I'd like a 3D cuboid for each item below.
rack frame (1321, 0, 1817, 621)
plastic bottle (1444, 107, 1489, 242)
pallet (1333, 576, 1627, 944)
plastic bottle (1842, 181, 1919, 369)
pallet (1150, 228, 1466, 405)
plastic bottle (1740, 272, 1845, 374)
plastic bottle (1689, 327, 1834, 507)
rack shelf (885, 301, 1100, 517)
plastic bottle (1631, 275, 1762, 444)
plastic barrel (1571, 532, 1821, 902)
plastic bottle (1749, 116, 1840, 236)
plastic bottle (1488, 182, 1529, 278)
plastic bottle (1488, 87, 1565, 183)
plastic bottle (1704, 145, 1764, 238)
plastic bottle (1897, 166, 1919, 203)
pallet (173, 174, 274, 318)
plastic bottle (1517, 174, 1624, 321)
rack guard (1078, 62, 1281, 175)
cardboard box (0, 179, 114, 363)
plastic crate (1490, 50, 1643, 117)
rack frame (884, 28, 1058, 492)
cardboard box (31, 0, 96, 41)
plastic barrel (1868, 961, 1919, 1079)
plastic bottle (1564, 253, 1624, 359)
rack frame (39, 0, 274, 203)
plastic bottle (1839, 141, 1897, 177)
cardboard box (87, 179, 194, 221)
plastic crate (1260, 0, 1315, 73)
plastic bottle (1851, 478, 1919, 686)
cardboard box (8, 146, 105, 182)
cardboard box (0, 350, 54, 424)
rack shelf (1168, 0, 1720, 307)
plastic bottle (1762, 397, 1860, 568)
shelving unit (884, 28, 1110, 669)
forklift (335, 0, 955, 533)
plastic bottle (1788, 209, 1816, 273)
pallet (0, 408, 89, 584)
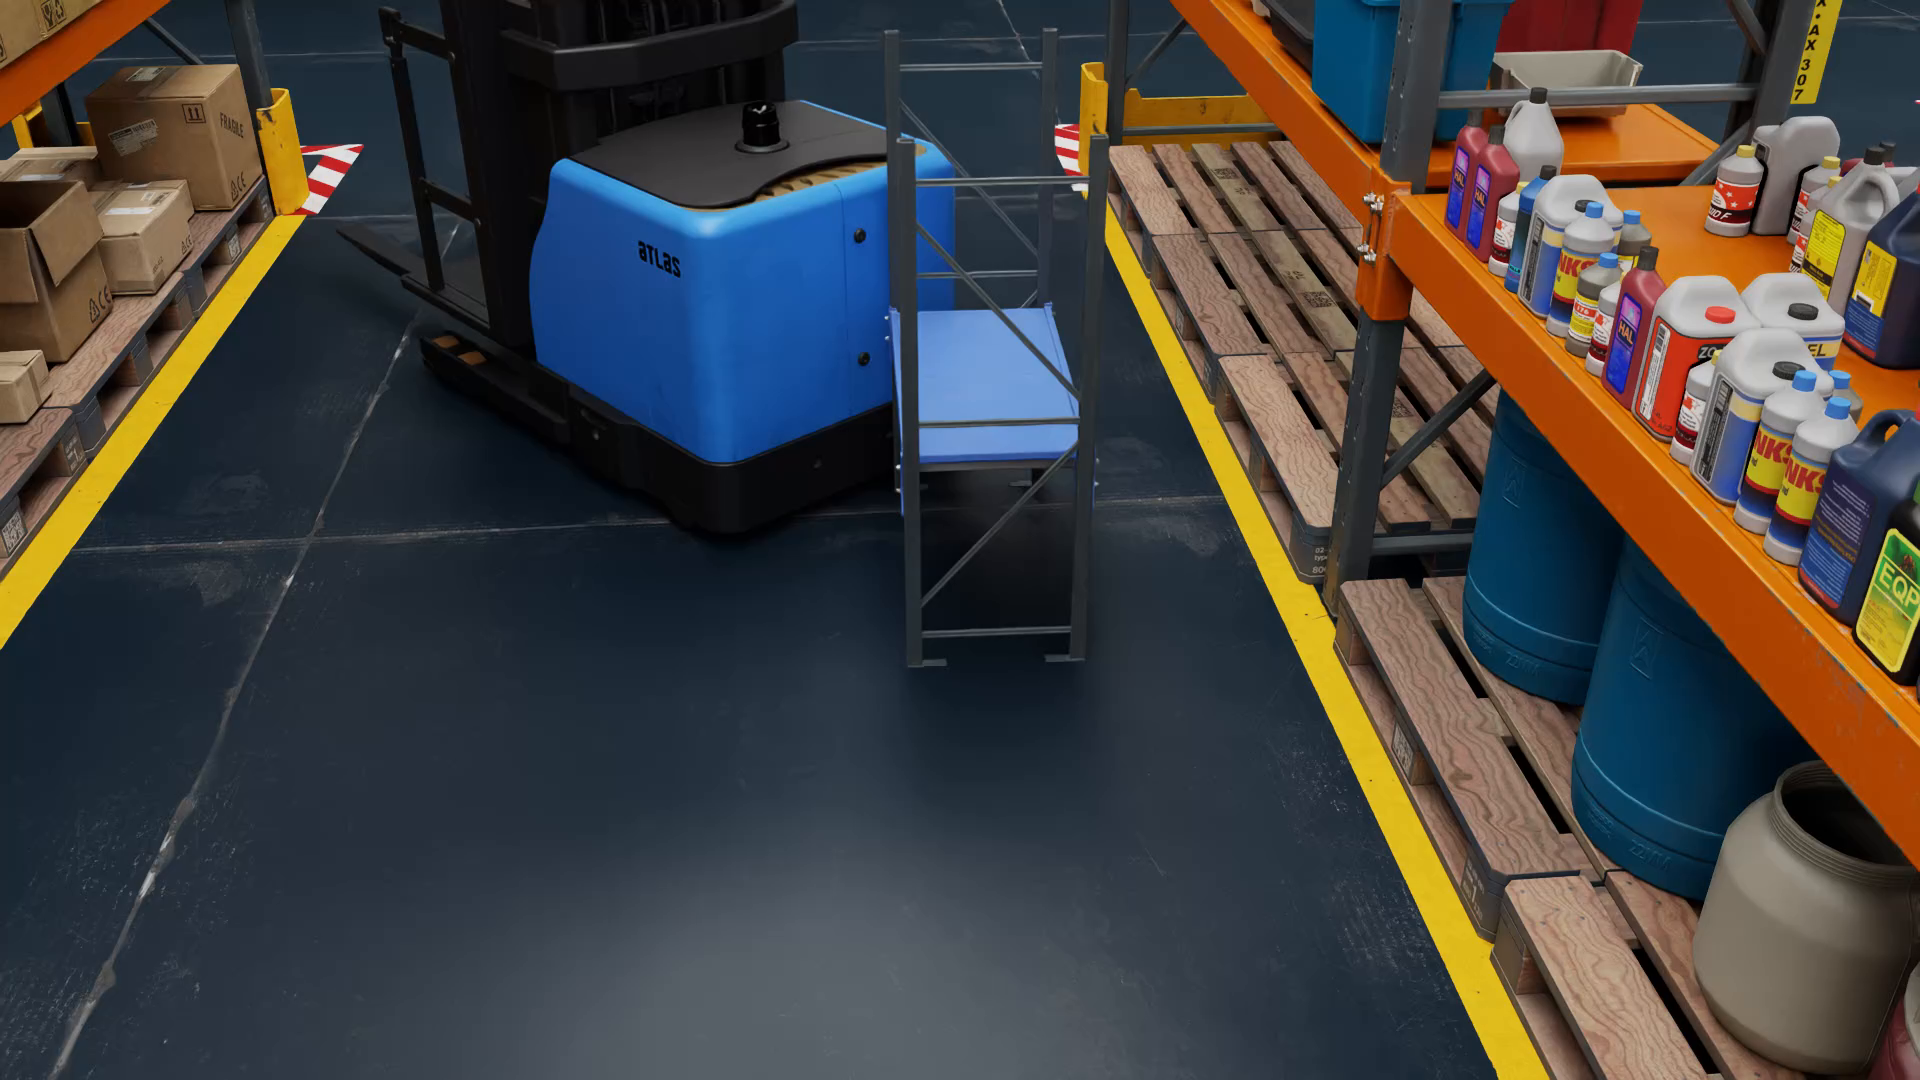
[{"bbox_3d":[1.580,-1.107,4.178,1.000,3.000,0.127,-3,31,-5],"label":"rack frame"},{"bbox_3d":[1.190,-0.849,3.860,0.061,0.283,0.133,-3,31,-5],"label":"plastic bottle"},{"bbox_3d":[1.611,0.486,4.230,1.003,0.211,1.213,-3,31,-5],"label":"pallet"},{"bbox_3d":[1.866,-0.531,3.261,0.144,0.351,0.185,-3,31,-5],"label":"plastic bottle"},{"bbox_3d":[1.356,-0.907,6.563,1.003,0.211,1.213,-3,31,-5],"label":"pallet"},{"bbox_3d":[1.482,-0.333,3.004,0.152,0.276,0.135,-3,31,-5],"label":"plastic bottle"},{"bbox_3d":[1.352,-0.208,2.794,0.152,0.276,0.135,-3,31,-5],"label":"plastic bottle"},{"bbox_3d":[0.067,-0.405,4.816,0.538,0.185,1.000,-2,31,-3],"label":"rack shelf"},{"bbox_3d":[1.331,-0.326,2.992,0.152,0.276,0.135,-3,31,-5],"label":"plastic bottle"},{"bbox_3d":[1.680,0.254,3.536,0.600,0.901,0.708,-3,31,-5],"label":"plastic barrel"},{"bbox_3d":[1.939,-0.868,3.898,0.152,0.276,0.135,-3,31,-5],"label":"plastic bottle"},{"bbox_3d":[1.231,-0.688,3.670,0.097,0.201,0.097,0,31,0],"label":"plastic bottle"},{"bbox_3d":[1.294,-0.870,3.829,0.144,0.351,0.185,-3,31,-5],"label":"plastic bottle"},{"bbox_3d":[1.816,-0.820,3.892,0.097,0.201,0.097,0,31,0],"label":"plastic bottle"},{"bbox_3d":[1.992,-0.632,3.431,0.144,0.351,0.185,-3,31,-5],"label":"plastic bottle"},{"bbox_3d":[-3.643,-1.270,7.171,1.003,0.211,1.213,-3,31,-5],"label":"pallet"},{"bbox_3d":[1.278,-0.612,3.470,0.152,0.276,0.135,-3,31,-5],"label":"plastic bottle"},{"bbox_3d":[1.191,-2.087,8.257,1.175,0.500,0.348,-3,31,-5],"label":"rack guard"},{"bbox_3d":[-3.533,-0.947,5.916,0.797,0.503,0.637,-3,31,-5],"label":"cardboard box"},{"bbox_3d":[1.679,-1.264,4.639,0.396,0.136,0.243,-3,31,-5],"label":"plastic crate"},{"bbox_3d":[0.032,-0.819,5.159,0.500,1.500,0.032,-2,31,-3],"label":"rack frame"},{"bbox_3d":[-3.273,-1.964,5.515,0.500,0.500,0.500,-3,31,-5],"label":"cardboard box"},{"bbox_3d":[1.786,0.965,2.651,0.600,0.588,0.708,-3,31,-5],"label":"plastic barrel"},{"bbox_3d":[1.271,-0.470,3.305,0.097,0.201,0.097,0,31,0],"label":"plastic bottle"},{"bbox_3d":[-3.726,-2.913,7.203,1.000,3.000,0.127,-3,31,-5],"label":"rack frame"},{"bbox_3d":[2.006,-0.755,3.702,0.061,0.283,0.133,-3,31,-5],"label":"plastic bottle"},{"bbox_3d":[-3.481,-1.409,7.018,0.380,0.166,0.250,-3,31,-5],"label":"cardboard box"},{"bbox_3d":[1.208,-1.573,5.168,0.437,0.125,0.590,-3,31,-5],"label":"plastic crate"},{"bbox_3d":[1.355,0.054,2.349,0.061,0.283,0.133,-3,31,-5],"label":"plastic bottle"},{"bbox_3d":[-4.029,-1.648,7.435,0.380,0.149,0.250,-3,31,-5],"label":"cardboard box"},{"bbox_3d":[-3.267,-0.510,5.512,0.380,0.166,0.250,-3,31,-5],"label":"cardboard box"},{"bbox_3d":[1.393,-1.819,6.072,1.077,0.370,4.000,-3,31,-5],"label":"rack shelf"},{"bbox_3d":[1.345,-0.095,2.610,0.097,0.271,0.097,0,31,0],"label":"plastic bottle"},{"bbox_3d":[0.067,-0.559,4.724,0.538,1.500,1.048,-2,31,-3],"label":"shelving unit"},{"bbox_3d":[-1.372,-1.945,5.647,1.130,2.935,3.031,-26,39,-36],"label":"forklift"},{"bbox_3d":[1.850,-0.634,3.579,0.097,0.201,0.097,0,31,0],"label":"plastic bottle"},{"bbox_3d":[-3.415,-0.025,5.086,1.003,0.211,1.213,-3,31,-5],"label":"pallet"}]
